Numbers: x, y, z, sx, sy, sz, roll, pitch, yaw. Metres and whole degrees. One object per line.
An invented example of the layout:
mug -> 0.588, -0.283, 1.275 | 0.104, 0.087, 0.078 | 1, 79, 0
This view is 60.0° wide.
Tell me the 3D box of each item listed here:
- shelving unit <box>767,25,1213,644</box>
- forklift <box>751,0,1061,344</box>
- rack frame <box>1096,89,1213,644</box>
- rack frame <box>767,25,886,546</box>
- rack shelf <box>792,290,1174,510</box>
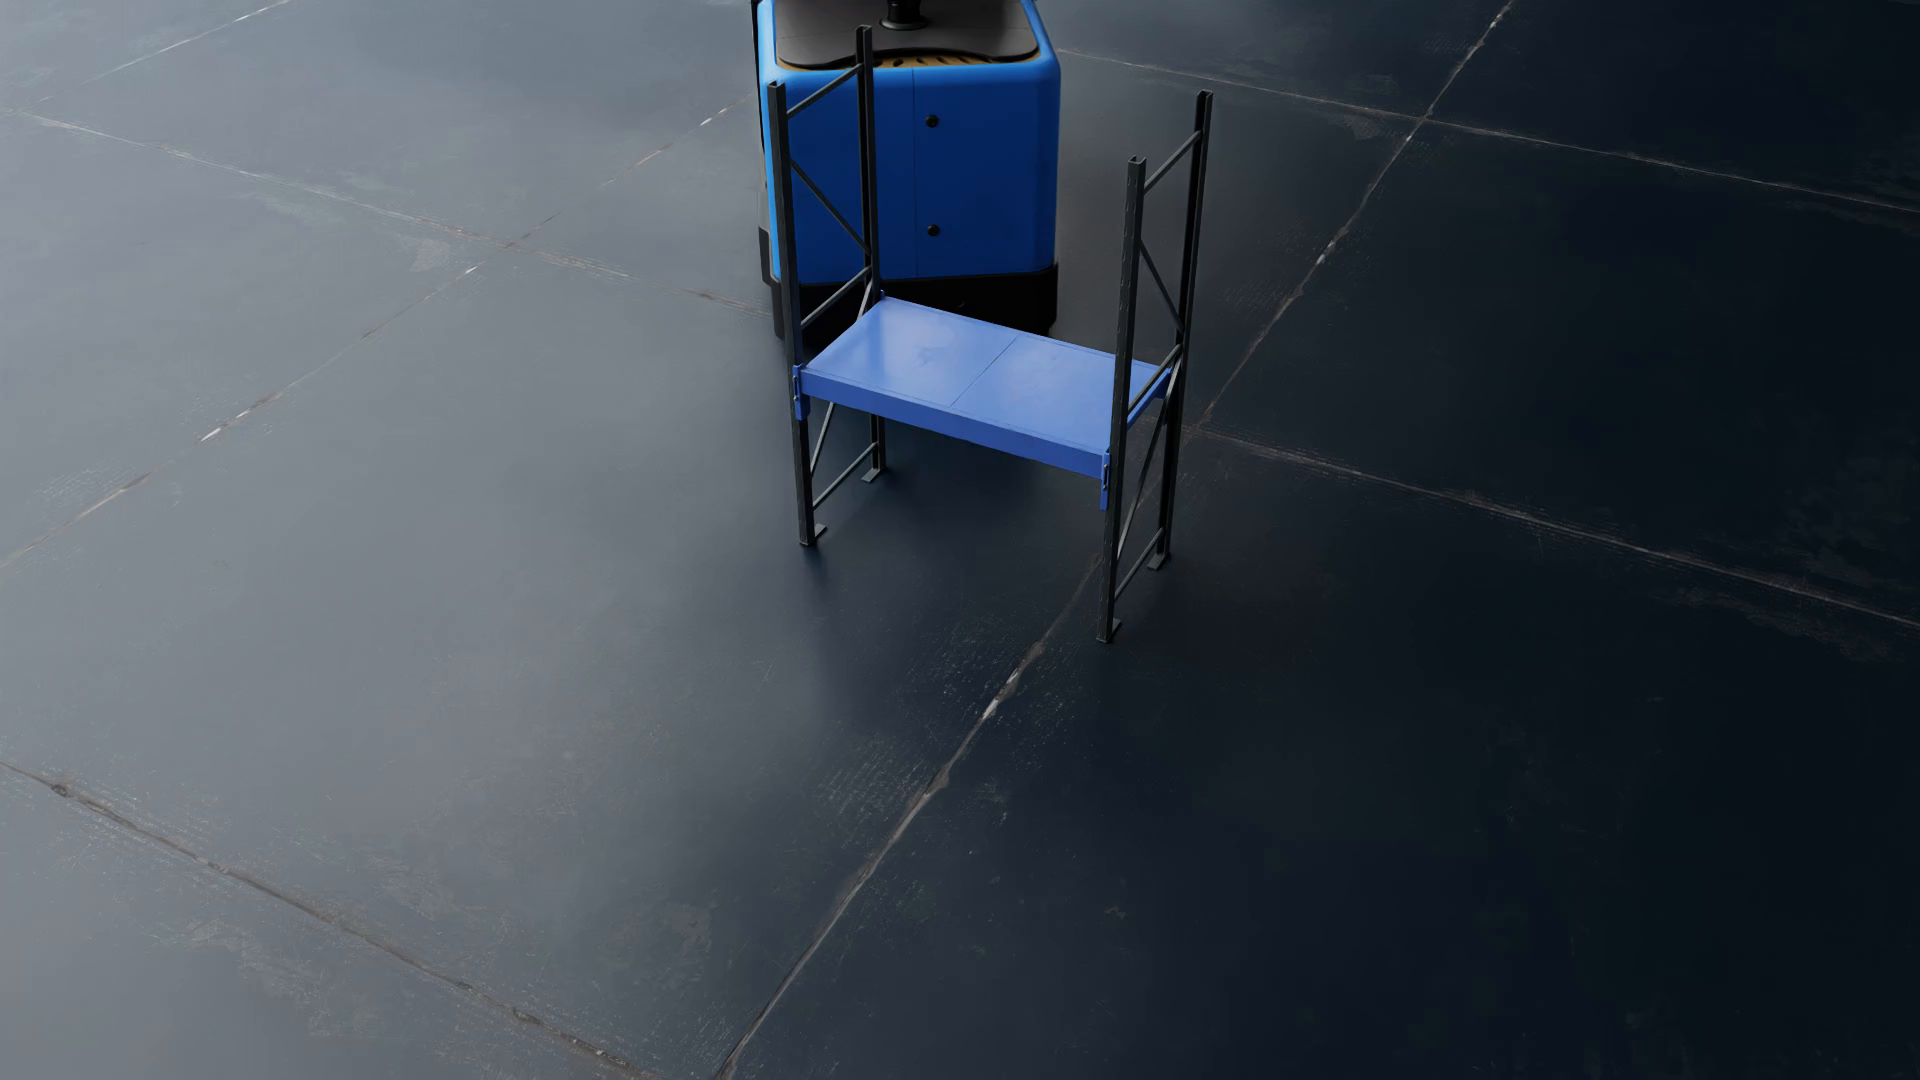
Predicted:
shelving unit -> 0.076, -0.574, 4.765 | 1.048, 1.500, 0.538 | 17, 41, 21
forklift -> -0.315, -2.762, 6.464 | 1.130, 2.935, 3.031 | -4, 37, -5
rack frame -> 0.527, -0.432, 4.579 | 0.032, 1.500, 0.500 | 17, 41, 21
rack frame -> -0.376, -0.715, 4.952 | 0.032, 1.500, 0.500 | 17, 41, 21
rack shelf -> 0.076, -0.430, 4.874 | 1.000, 0.185, 0.538 | 17, 41, 21
